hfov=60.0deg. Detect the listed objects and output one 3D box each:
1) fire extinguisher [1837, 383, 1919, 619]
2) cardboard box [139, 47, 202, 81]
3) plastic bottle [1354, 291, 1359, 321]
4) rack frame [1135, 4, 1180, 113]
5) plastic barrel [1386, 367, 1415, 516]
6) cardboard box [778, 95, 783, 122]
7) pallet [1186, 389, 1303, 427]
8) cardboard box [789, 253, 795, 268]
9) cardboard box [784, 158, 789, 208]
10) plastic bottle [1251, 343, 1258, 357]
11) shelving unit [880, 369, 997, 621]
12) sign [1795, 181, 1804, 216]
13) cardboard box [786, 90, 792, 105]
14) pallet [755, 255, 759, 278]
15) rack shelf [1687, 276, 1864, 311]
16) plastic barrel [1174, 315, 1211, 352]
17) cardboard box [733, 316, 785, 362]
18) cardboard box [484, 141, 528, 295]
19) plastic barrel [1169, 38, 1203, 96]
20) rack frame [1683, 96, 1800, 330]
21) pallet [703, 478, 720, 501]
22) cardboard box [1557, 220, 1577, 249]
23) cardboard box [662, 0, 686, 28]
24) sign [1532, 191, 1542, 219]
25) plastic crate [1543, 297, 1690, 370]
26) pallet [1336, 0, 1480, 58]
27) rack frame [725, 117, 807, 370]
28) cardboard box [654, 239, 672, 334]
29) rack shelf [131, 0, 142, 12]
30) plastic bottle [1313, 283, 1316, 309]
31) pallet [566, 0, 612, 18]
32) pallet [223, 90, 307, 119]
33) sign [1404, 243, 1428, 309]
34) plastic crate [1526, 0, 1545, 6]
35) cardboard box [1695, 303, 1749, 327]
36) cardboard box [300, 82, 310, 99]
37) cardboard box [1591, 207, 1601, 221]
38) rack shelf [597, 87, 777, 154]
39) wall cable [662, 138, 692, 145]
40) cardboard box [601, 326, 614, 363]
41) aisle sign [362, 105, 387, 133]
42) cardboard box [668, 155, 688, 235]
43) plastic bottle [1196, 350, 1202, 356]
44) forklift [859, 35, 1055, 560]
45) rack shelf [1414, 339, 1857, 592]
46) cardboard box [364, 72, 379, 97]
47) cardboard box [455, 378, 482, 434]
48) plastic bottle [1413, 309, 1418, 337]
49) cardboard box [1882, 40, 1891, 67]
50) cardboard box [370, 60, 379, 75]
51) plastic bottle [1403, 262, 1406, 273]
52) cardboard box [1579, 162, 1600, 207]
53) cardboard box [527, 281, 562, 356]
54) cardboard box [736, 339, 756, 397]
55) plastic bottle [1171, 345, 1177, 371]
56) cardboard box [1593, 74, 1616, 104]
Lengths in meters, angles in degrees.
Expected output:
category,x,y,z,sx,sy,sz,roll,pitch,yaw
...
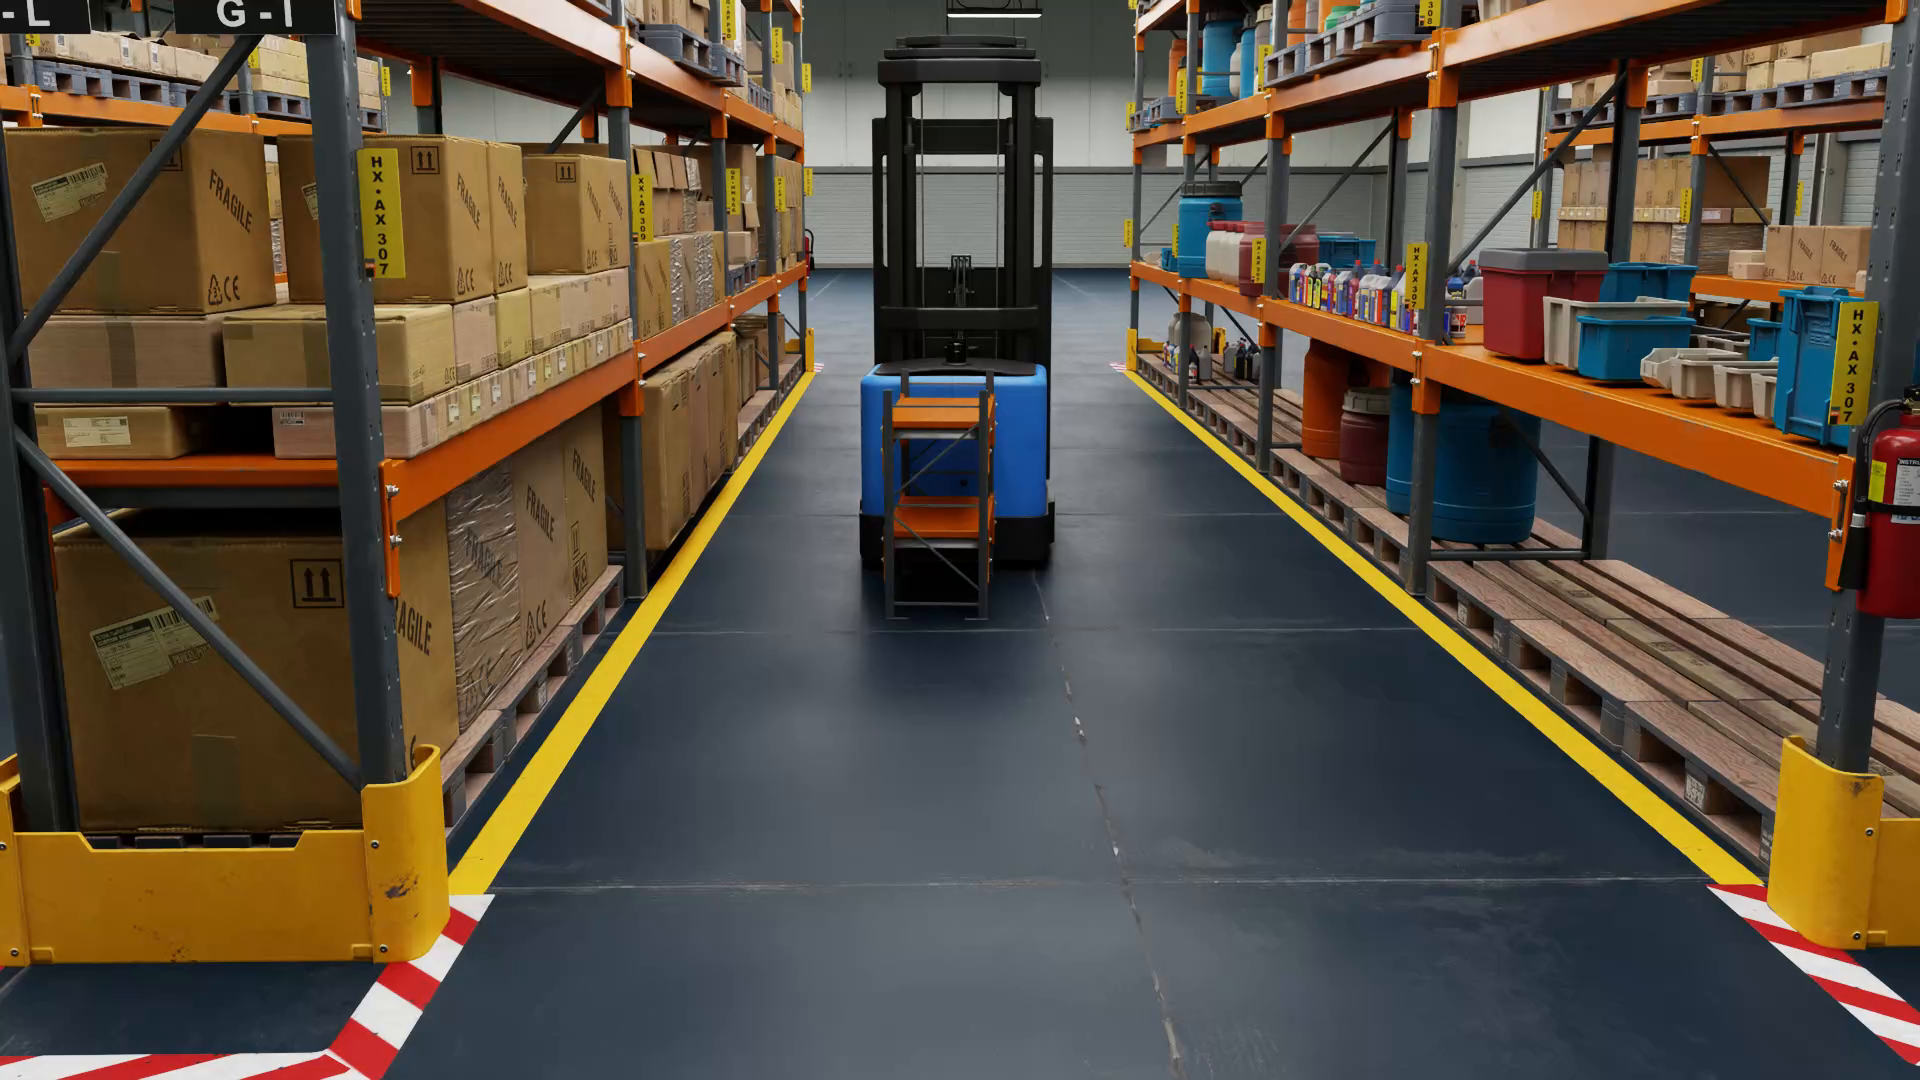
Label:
category,x,y,z,sx,sy,sz,roll,pitch,yaw
fire extinguisher,2.464,-0.139,4.334,0.296,0.674,0.183,0,11,-1
cardboard box,-7.000,-4.163,14.562,0.500,0.250,0.500,0,11,-2
plastic bottle,2.446,-1.435,10.089,0.097,0.201,0.097,0,11,0
rack frame,2.585,-6.512,19.527,1.000,3.000,0.127,0,11,-1
plastic barrel,2.824,-0.613,9.760,0.600,0.901,0.708,0,11,-1
cardboard box,-2.054,-4.349,16.785,0.500,0.250,0.500,0,11,-2
pallet,2.722,-1.255,15.713,1.003,0.211,1.213,0,11,-1
cardboard box,-2.019,-3.075,18.305,0.380,0.149,0.250,0,11,-1
cardboard box,-2.061,-3.731,17.391,0.500,0.500,0.500,0,11,-1
plastic bottle,3.066,-1.857,17.223,0.144,0.351,0.185,0,11,0
shelving unit,-0.092,-0.263,8.527,0.538,1.125,1.048,1,11,3
sign,8.162,-3.330,16.214,0.100,0.325,0.005,0,11,-1
cardboard box,-2.030,-4.831,18.159,0.380,0.149,0.250,-1,11,-4
pallet,-2.414,-2.510,15.371,1.003,0.211,1.213,0,11,-1
rack shelf,7.661,-2.047,14.413,1.077,0.370,4.000,0,11,-1
plastic barrel,2.685,-2.329,19.195,0.421,0.512,0.421,0,11,0
cardboard box,-2.324,-2.290,19.033,0.500,0.500,0.500,3,12,14
cardboard box,-1.804,-1.110,5.730,0.500,0.500,0.500,-1,11,-3
plastic barrel,2.722,-5.363,19.267,0.600,0.830,0.708,0,11,-1
rack frame,7.620,-2.797,16.301,1.000,3.000,0.127,0,11,-1
pallet,-2.261,-0.438,11.688,1.003,0.211,1.213,0,11,-1
cardboard box,7.534,-3.548,19.752,0.700,0.500,0.500,0,11,-1
cardboard box,-2.011,-3.394,10.394,0.500,0.500,0.500,0,11,2
sign,6.982,-4.054,20.121,0.100,0.325,0.005,0,11,-1
plastic crate,2.680,-0.854,6.871,0.437,0.282,0.530,0,11,-1
pallet,2.719,-2.720,8.852,1.213,0.211,1.003,0,11,-1
rack frame,-2.367,-3.552,20.023,1.000,3.000,0.127,0,11,-1
cardboard box,-1.890,-1.408,9.204,0.500,0.500,0.500,0,11,-1
rack shelf,-7.204,-4.751,13.657,1.077,0.370,4.000,0,11,-1
plastic bottle,2.423,-1.656,11.176,0.097,0.201,0.097,0,11,0
pallet,-2.113,-2.430,7.174,1.003,0.211,1.213,0,11,-1
pallet,-7.252,-4.346,16.615,1.003,0.211,1.213,0,11,-1
sign,2.283,-1.321,8.329,0.100,0.325,0.005,0,11,-1
plastic crate,2.584,-2.345,6.858,0.497,0.269,0.590,0,11,-1
cardboard box,7.905,-2.215,17.408,0.500,0.500,0.500,0,11,-1
cardboard box,-6.936,-4.634,17.138,0.380,0.149,0.250,0,11,-2
cardboard box,7.353,-3.675,18.745,0.380,0.149,0.250,-1,11,-3
rack shelf,-2.243,-3.477,13.917,1.077,0.370,4.000,0,11,-1
wall cable,-7.991,-14.545,50.568,2.305,6.003,0.169,0,11,-1
cardboard box,-1.775,-0.882,7.494,0.380,0.149,0.250,0,11,-2
aisle sign,-7.030,-4.841,19.839,0.394,0.787,0.004,0,11,-1
cardboard box,-2.192,-2.227,10.719,0.797,0.503,0.637,0,11,0
plastic bottle,2.510,-1.829,17.272,0.152,0.276,0.135,0,11,-1
forklift,0.028,-1.560,10.378,1.130,2.935,3.031,1,11,3
rack shelf,2.874,-0.437,6.477,1.077,0.370,4.000,0,11,-1
cardboard box,-7.039,-5.253,19.183,0.500,0.250,0.500,0,11,0
cardboard box,-1.726,-0.422,5.228,0.380,0.149,0.250,-1,11,-3
plastic bottle,2.472,-1.190,8.878,0.097,0.201,0.097,0,11,0
cardboard box,7.608,-3.798,13.013,0.500,0.250,0.500,0,11,0
cardboard box,-6.982,-5.479,19.294,0.380,0.149,0.250,0,11,-1
plastic bottle,3.185,-1.846,11.909,0.061,0.283,0.133,0,11,-1
cardboard box,7.551,-4.069,19.056,0.700,0.500,0.500,-1,11,-3
cardboard box,-1.817,-0.847,6.320,0.500,0.250,0.500,0,11,-2
cardboard box,-2.293,-1.625,15.706,0.700,0.500,0.500,-1,12,-6
plastic bottle,2.324,-1.961,17.936,0.097,0.271,0.097,0,11,0
cardboard box,7.298,-5.054,18.223,0.500,0.500,0.500,0,11,-1
